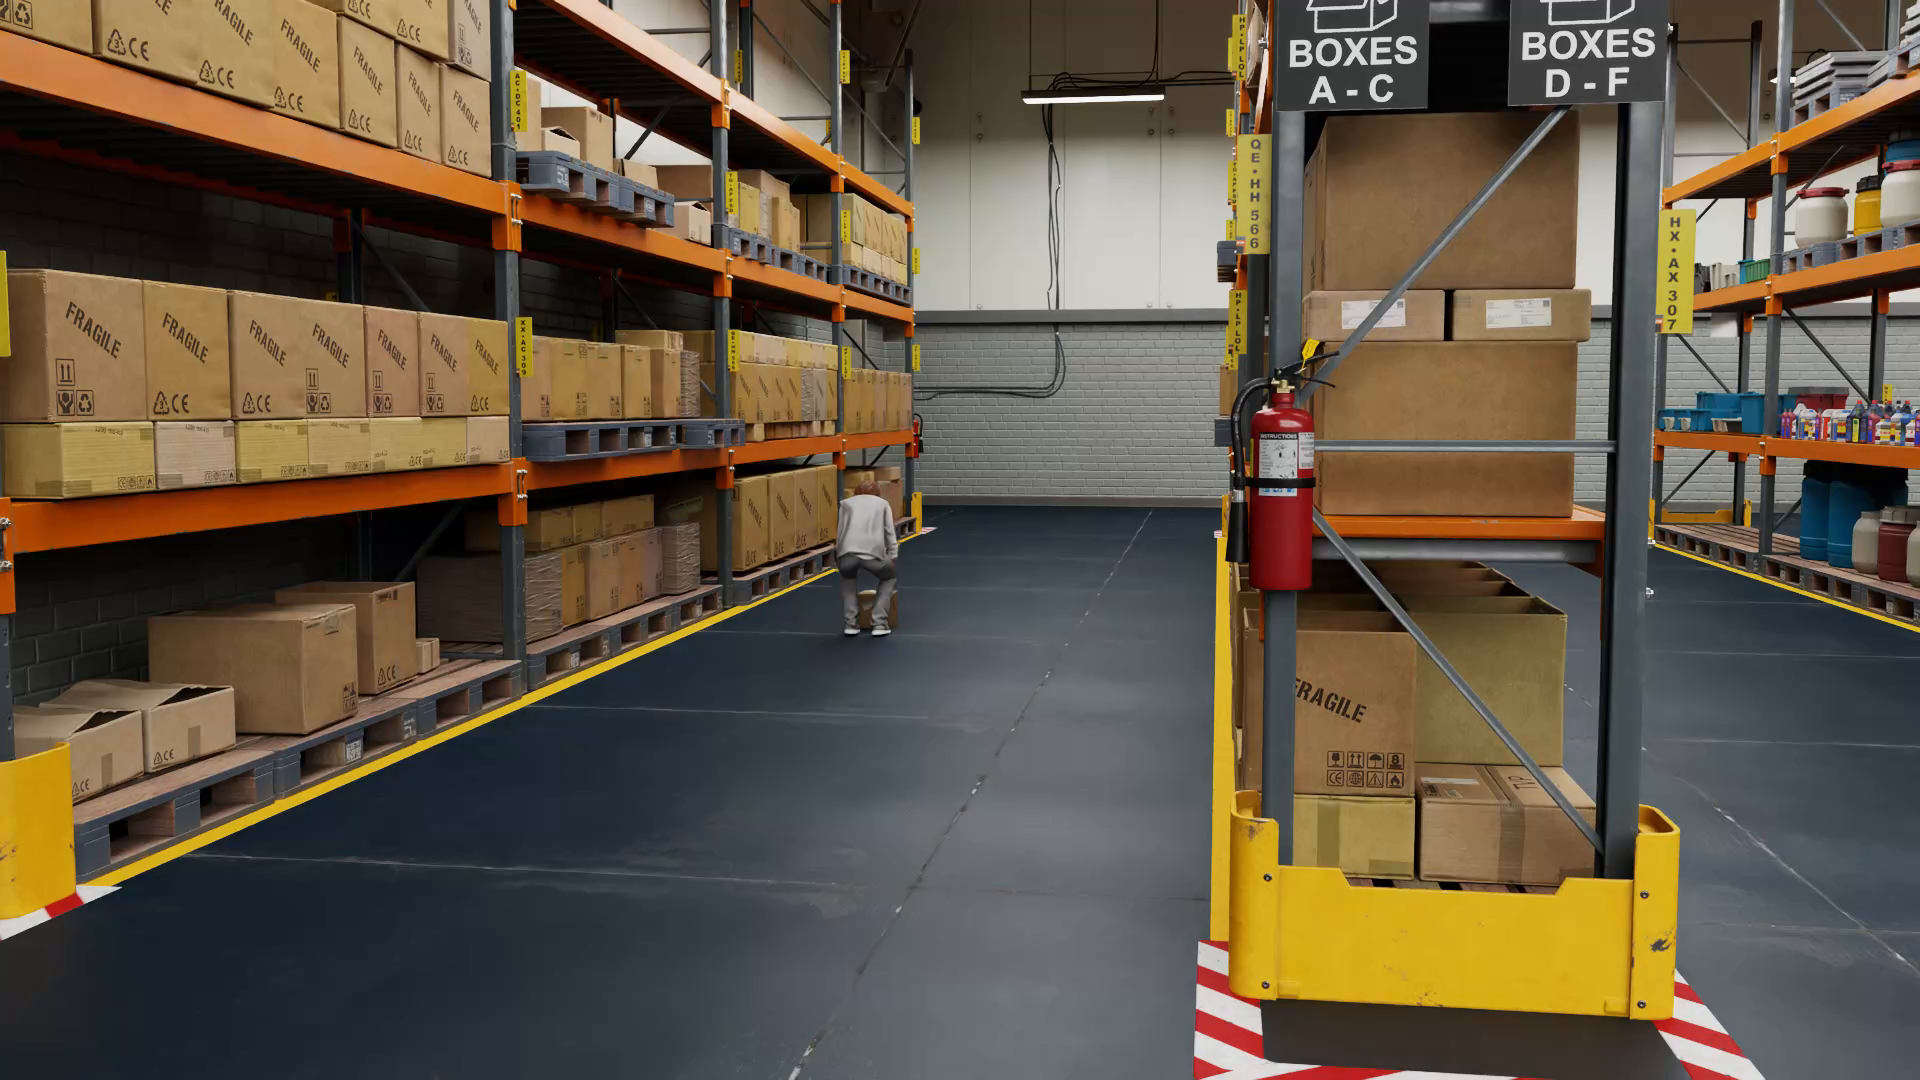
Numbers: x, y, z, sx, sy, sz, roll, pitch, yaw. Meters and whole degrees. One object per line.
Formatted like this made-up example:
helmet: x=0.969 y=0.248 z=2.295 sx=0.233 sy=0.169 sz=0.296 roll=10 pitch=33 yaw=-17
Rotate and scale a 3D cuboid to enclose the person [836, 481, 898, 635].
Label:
person: x=-0.685 y=0.136 z=11.770 sx=0.461 sy=1.061 sz=0.754 roll=1 pitch=5 yaw=9
